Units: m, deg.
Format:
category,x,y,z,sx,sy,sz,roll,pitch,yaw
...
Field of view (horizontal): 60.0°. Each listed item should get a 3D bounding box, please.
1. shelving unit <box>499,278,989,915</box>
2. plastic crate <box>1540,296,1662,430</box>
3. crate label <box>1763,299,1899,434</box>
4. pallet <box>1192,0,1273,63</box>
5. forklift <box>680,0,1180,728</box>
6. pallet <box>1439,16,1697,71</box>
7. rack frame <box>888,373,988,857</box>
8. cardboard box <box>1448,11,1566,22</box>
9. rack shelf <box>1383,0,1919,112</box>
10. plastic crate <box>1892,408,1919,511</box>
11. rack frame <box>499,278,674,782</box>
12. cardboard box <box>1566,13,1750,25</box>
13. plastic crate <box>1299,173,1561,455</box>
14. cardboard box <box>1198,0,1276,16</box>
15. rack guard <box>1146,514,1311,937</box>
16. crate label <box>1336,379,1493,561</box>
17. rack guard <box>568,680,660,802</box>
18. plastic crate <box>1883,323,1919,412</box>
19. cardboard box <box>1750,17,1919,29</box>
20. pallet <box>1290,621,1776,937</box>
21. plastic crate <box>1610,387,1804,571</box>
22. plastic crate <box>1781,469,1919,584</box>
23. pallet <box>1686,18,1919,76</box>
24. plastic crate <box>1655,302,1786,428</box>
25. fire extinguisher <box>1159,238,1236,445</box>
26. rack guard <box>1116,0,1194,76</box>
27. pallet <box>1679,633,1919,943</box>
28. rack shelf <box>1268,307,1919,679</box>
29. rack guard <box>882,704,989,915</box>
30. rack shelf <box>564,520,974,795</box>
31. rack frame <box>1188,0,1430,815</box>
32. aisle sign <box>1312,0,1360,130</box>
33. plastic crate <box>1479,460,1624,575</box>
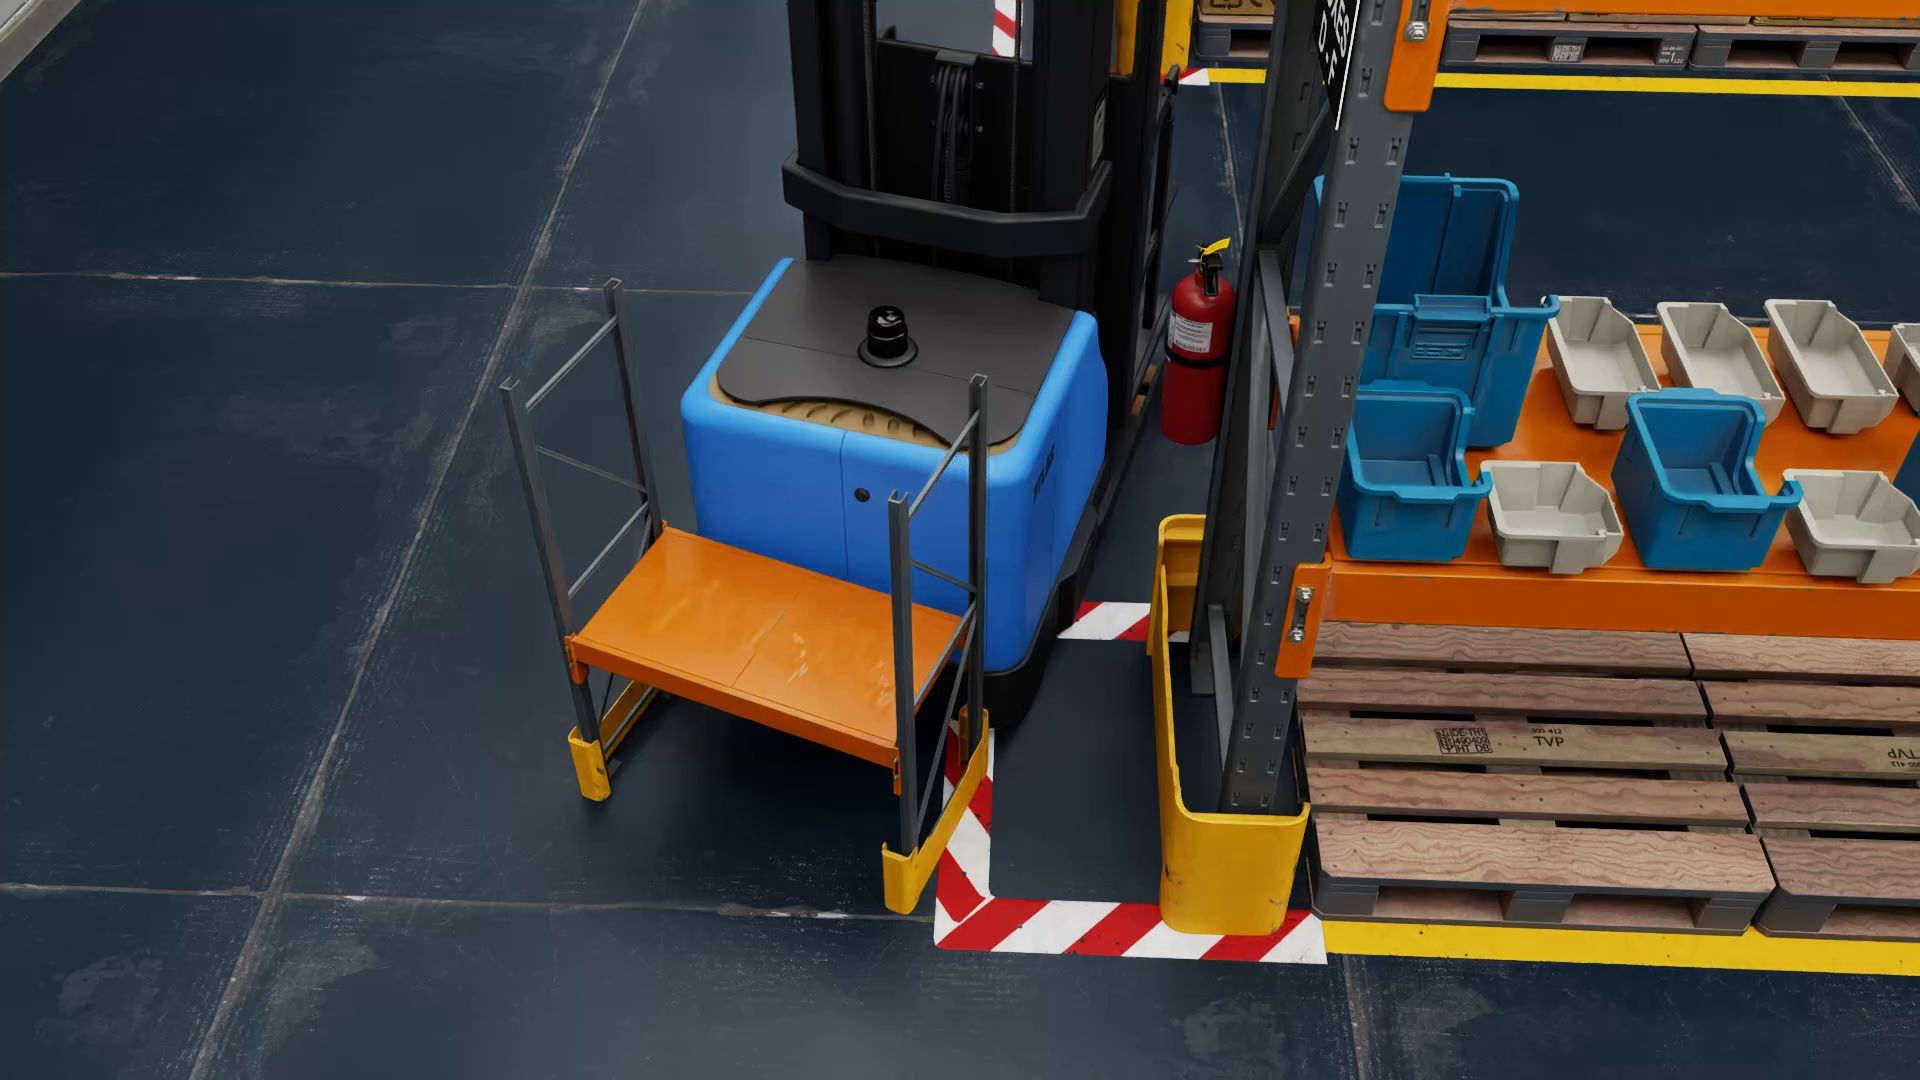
category,x,y,z,sx,sy,sz,roll,pitch,yaw
shelving unit,-0.521,0.170,4.467,1.083,1.500,0.587,16,45,17
plastic crate,1.601,-0.440,4.171,0.243,0.136,0.396,2,43,2
crate label,2.169,-0.429,4.160,0.243,0.136,0.396,2,43,2
pallet,1.803,-2.797,8.598,1.213,0.211,1.003,2,43,2
forklift,0.136,-1.523,5.234,1.130,2.935,3.031,12,44,13
pallet,3.019,-2.758,8.556,1.213,0.211,1.003,2,43,2
rack frame,-0.046,0.310,4.317,0.032,1.500,0.500,16,45,17
cardboard box,2.553,-3.172,8.205,0.875,0.875,0.875,2,43,2
rack shelf,2.776,-1.189,3.153,4.000,0.370,1.077,2,43,2
plastic crate,2.325,-0.105,3.741,0.300,0.233,0.416,2,43,2
rack frame,-0.979,0.035,4.612,0.032,1.500,0.500,16,45,17
cardboard box,3.442,-3.145,8.176,0.875,0.875,0.875,2,43,2
plastic crate,1.121,-0.568,4.089,0.499,0.435,0.616,2,43,2
cardboard box,1.644,-3.200,8.235,0.875,0.875,0.875,2,43,2
rack guard,0.753,0.506,4.840,0.348,0.500,1.175,2,43,2
crate label,1.010,-0.145,3.784,0.303,0.233,0.416,2,43,2
rack guard,-0.978,0.492,5.038,0.087,0.250,0.587,16,45,17
plastic crate,2.466,-0.433,4.164,0.250,0.136,0.298,2,43,2
cardboard box,4.341,-3.117,8.146,0.875,0.875,0.875,2,43,2
pallet,1.600,0.656,4.891,1.213,0.211,1.003,2,43,2
plastic crate,1.668,-0.125,3.762,0.300,0.233,0.416,2,43,2
plastic crate,2.004,-0.023,3.723,0.298,0.136,0.250,2,43,2
pallet,4.241,-2.722,8.518,1.213,0.211,1.003,2,43,2
plastic crate,1.890,-0.421,4.151,0.243,0.136,0.396,2,43,2
fire extinguisher,0.648,-0.566,4.487,0.183,0.674,0.296,2,43,2
rack guard,0.977,-2.875,8.470,0.348,0.500,1.175,2,43,2
pallet,2.816,0.695,4.849,1.213,0.211,1.003,2,43,2
rack shelf,2.776,-0.092,4.176,4.000,0.370,1.077,2,43,2
rack guard,-0.064,0.762,4.749,0.087,0.250,0.587,16,45,17
rack shelf,-0.513,0.304,4.587,1.000,0.185,0.538,16,45,17
rack frame,0.778,-0.416,3.996,0.127,3.000,1.000,2,43,2
aisle sign,0.693,-1.167,2.895,0.004,0.787,0.394,2,43,2
plastic crate,1.327,-0.044,3.746,0.298,0.136,0.250,2,43,2
